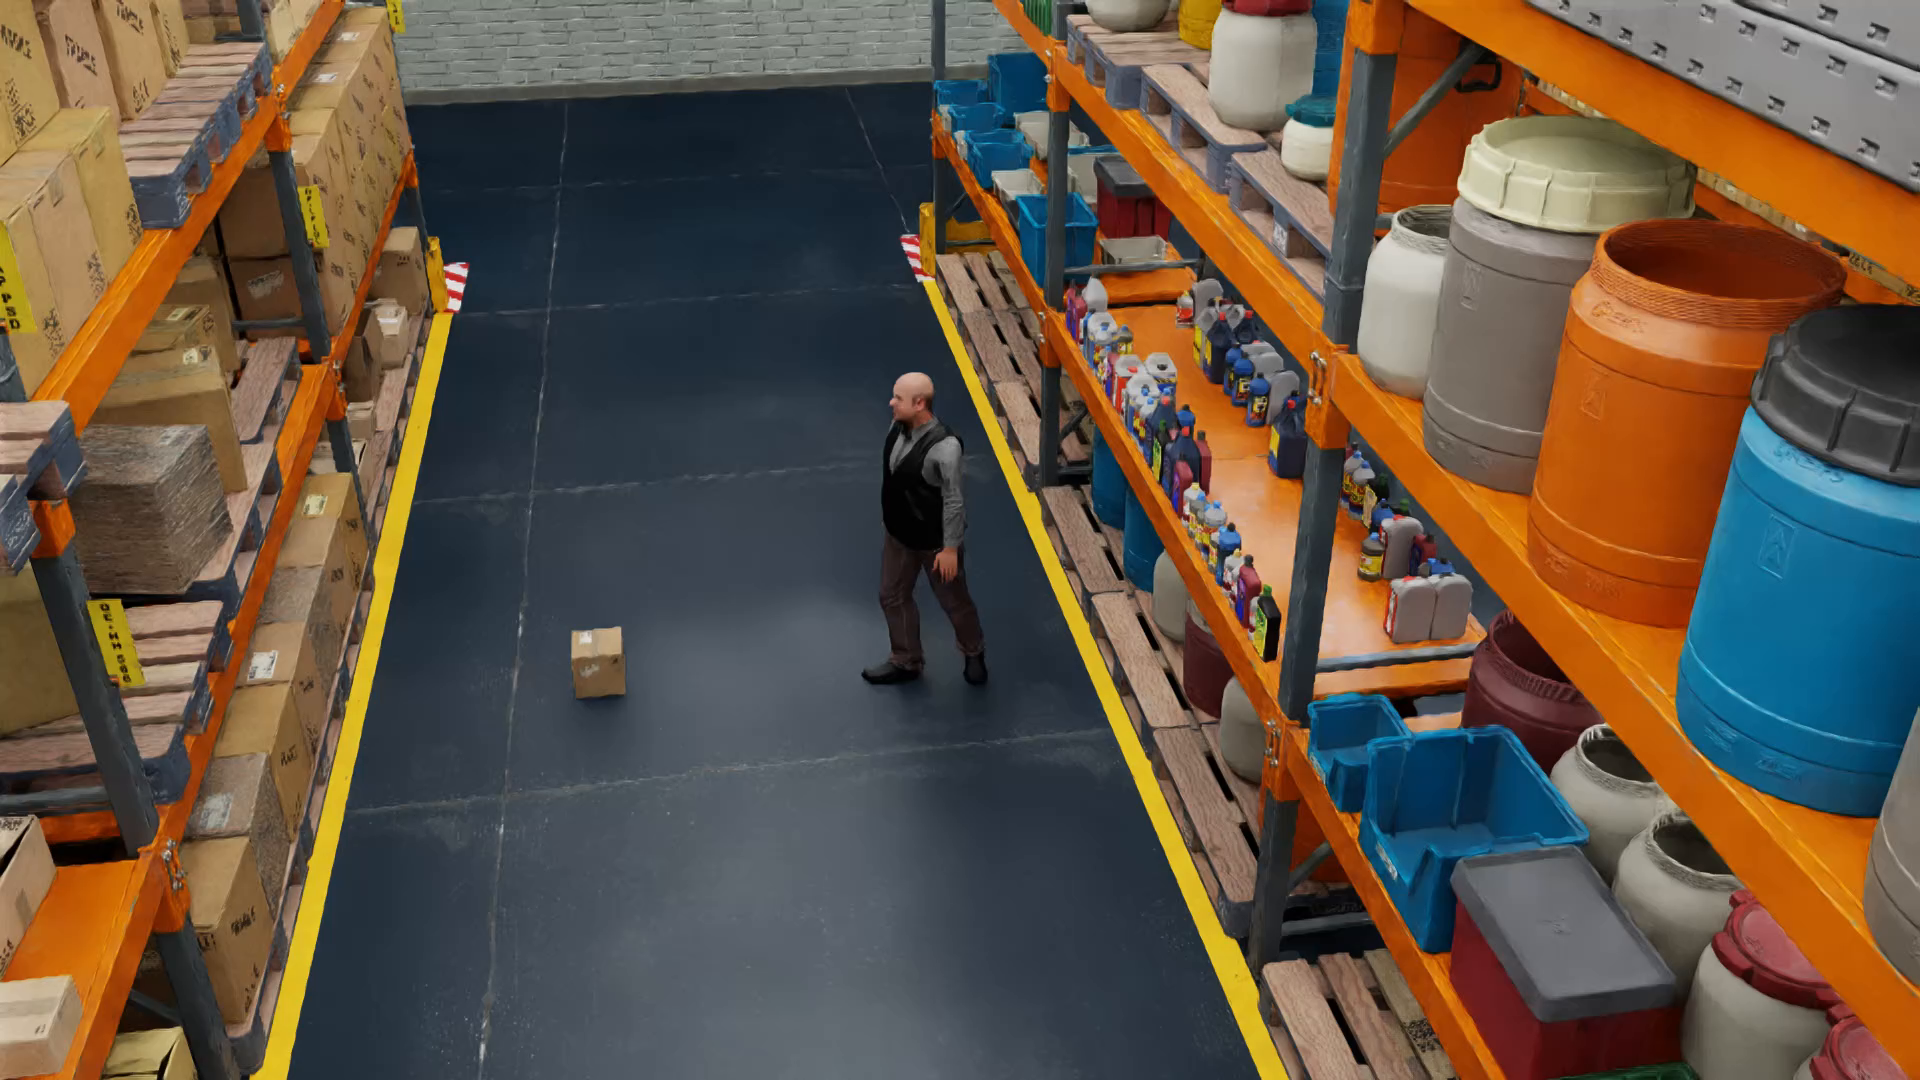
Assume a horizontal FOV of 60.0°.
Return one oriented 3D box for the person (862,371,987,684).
[{"bbox_3d":[-0.179,-0.050,8.253,0.607,1.716,0.634,-22,37,-32],"label":"person"}]
